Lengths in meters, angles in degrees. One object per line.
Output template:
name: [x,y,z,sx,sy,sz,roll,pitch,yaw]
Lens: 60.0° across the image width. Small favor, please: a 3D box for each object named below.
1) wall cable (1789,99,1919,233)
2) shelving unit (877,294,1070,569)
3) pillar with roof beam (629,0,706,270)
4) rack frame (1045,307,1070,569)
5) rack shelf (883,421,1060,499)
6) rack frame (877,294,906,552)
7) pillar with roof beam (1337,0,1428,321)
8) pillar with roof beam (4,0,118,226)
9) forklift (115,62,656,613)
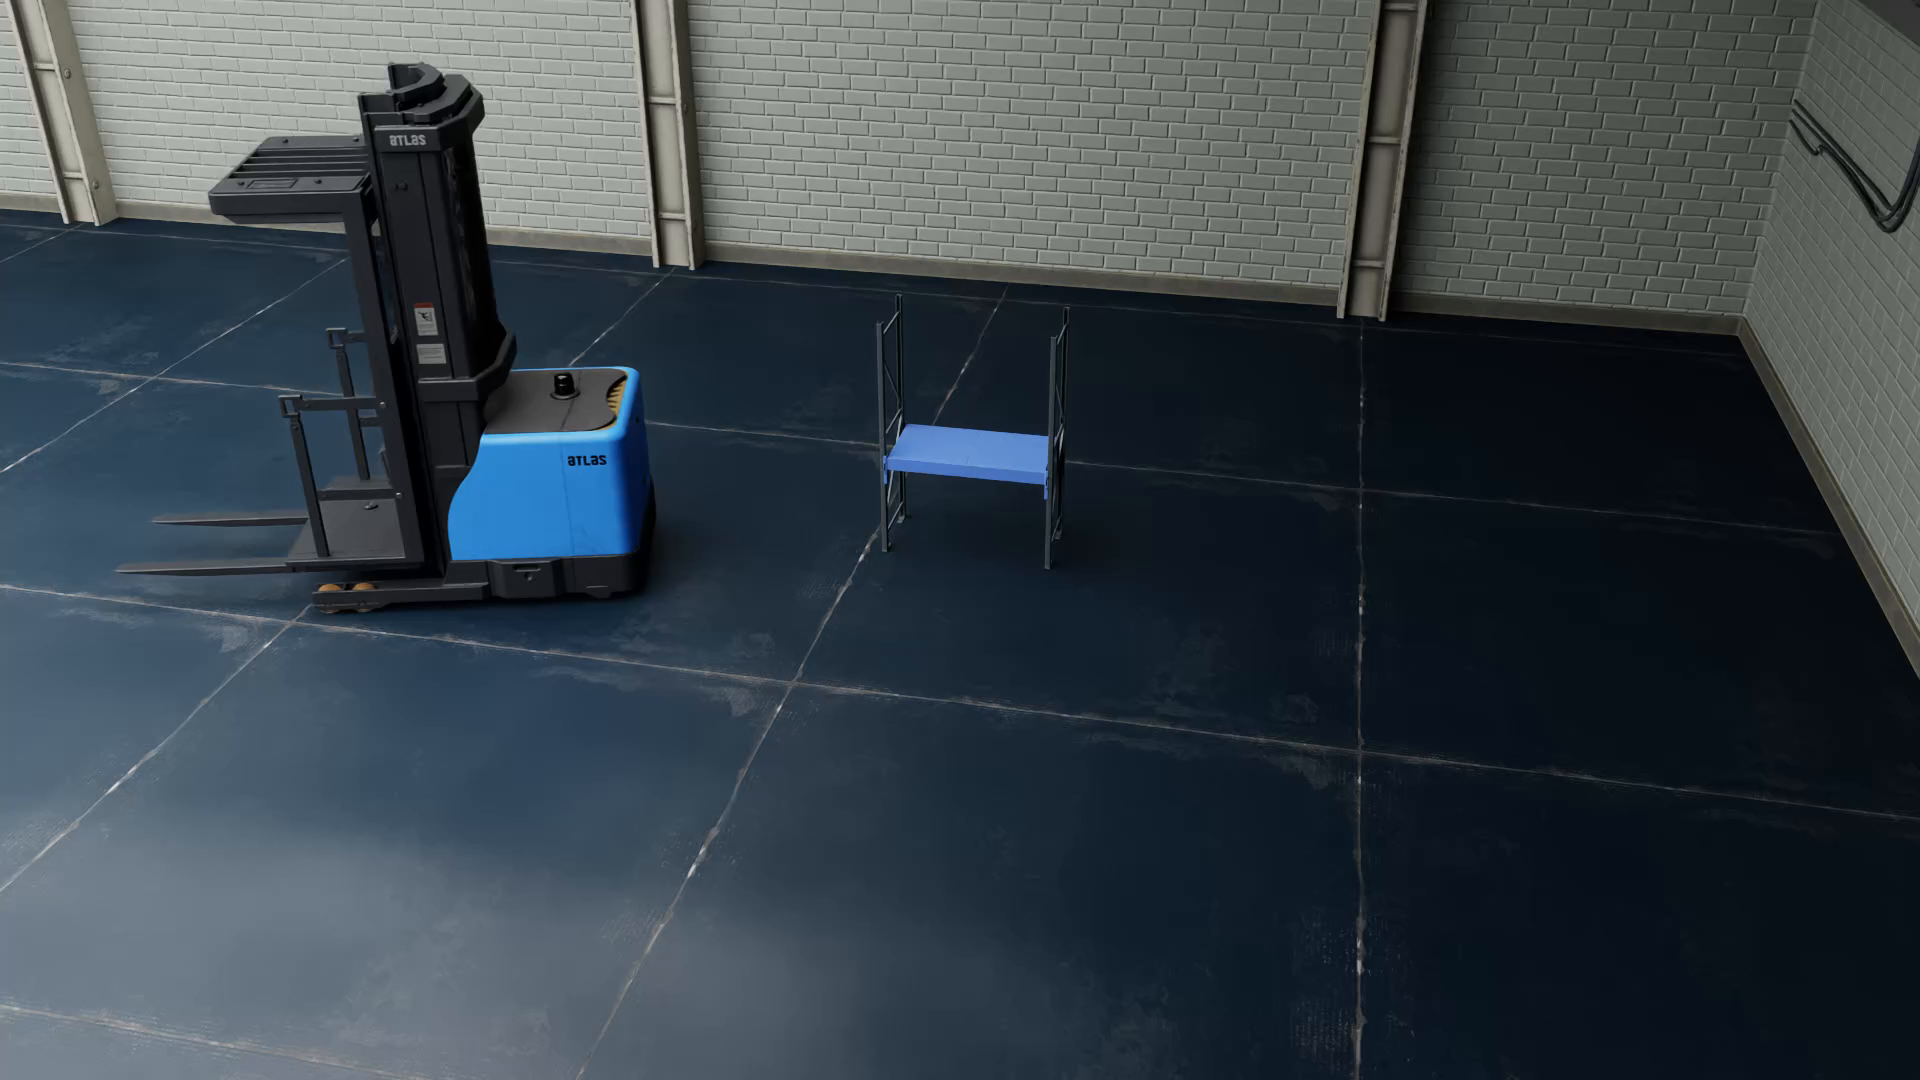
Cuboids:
wall cable: [5.954,-3.562,10.781,0.112,2.526,3.097,6,29,11]
shelving unit: [0.083,-0.649,10.036,1.048,1.500,0.538,6,29,11]
pillar with roof beam: [-3.418,-4.420,9.115,0.400,9.000,9.100,6,29,11]
rack frame: [0.581,-0.598,9.943,0.032,1.500,0.500,6,29,11]
rack shelf: [0.083,-0.492,10.123,1.000,0.185,0.538,6,29,11]
rack frame: [-0.414,-0.700,10.129,0.032,1.500,0.500,6,29,11]
pillar with roof beam: [2.450,-3.819,8.016,0.400,9.000,9.100,6,29,11]
pillar with roof beam: [-9.285,-5.022,10.214,0.400,9.000,9.100,6,29,11]
forklift: [-3.405,-1.124,9.413,3.031,2.935,1.130,-2,29,-4]
